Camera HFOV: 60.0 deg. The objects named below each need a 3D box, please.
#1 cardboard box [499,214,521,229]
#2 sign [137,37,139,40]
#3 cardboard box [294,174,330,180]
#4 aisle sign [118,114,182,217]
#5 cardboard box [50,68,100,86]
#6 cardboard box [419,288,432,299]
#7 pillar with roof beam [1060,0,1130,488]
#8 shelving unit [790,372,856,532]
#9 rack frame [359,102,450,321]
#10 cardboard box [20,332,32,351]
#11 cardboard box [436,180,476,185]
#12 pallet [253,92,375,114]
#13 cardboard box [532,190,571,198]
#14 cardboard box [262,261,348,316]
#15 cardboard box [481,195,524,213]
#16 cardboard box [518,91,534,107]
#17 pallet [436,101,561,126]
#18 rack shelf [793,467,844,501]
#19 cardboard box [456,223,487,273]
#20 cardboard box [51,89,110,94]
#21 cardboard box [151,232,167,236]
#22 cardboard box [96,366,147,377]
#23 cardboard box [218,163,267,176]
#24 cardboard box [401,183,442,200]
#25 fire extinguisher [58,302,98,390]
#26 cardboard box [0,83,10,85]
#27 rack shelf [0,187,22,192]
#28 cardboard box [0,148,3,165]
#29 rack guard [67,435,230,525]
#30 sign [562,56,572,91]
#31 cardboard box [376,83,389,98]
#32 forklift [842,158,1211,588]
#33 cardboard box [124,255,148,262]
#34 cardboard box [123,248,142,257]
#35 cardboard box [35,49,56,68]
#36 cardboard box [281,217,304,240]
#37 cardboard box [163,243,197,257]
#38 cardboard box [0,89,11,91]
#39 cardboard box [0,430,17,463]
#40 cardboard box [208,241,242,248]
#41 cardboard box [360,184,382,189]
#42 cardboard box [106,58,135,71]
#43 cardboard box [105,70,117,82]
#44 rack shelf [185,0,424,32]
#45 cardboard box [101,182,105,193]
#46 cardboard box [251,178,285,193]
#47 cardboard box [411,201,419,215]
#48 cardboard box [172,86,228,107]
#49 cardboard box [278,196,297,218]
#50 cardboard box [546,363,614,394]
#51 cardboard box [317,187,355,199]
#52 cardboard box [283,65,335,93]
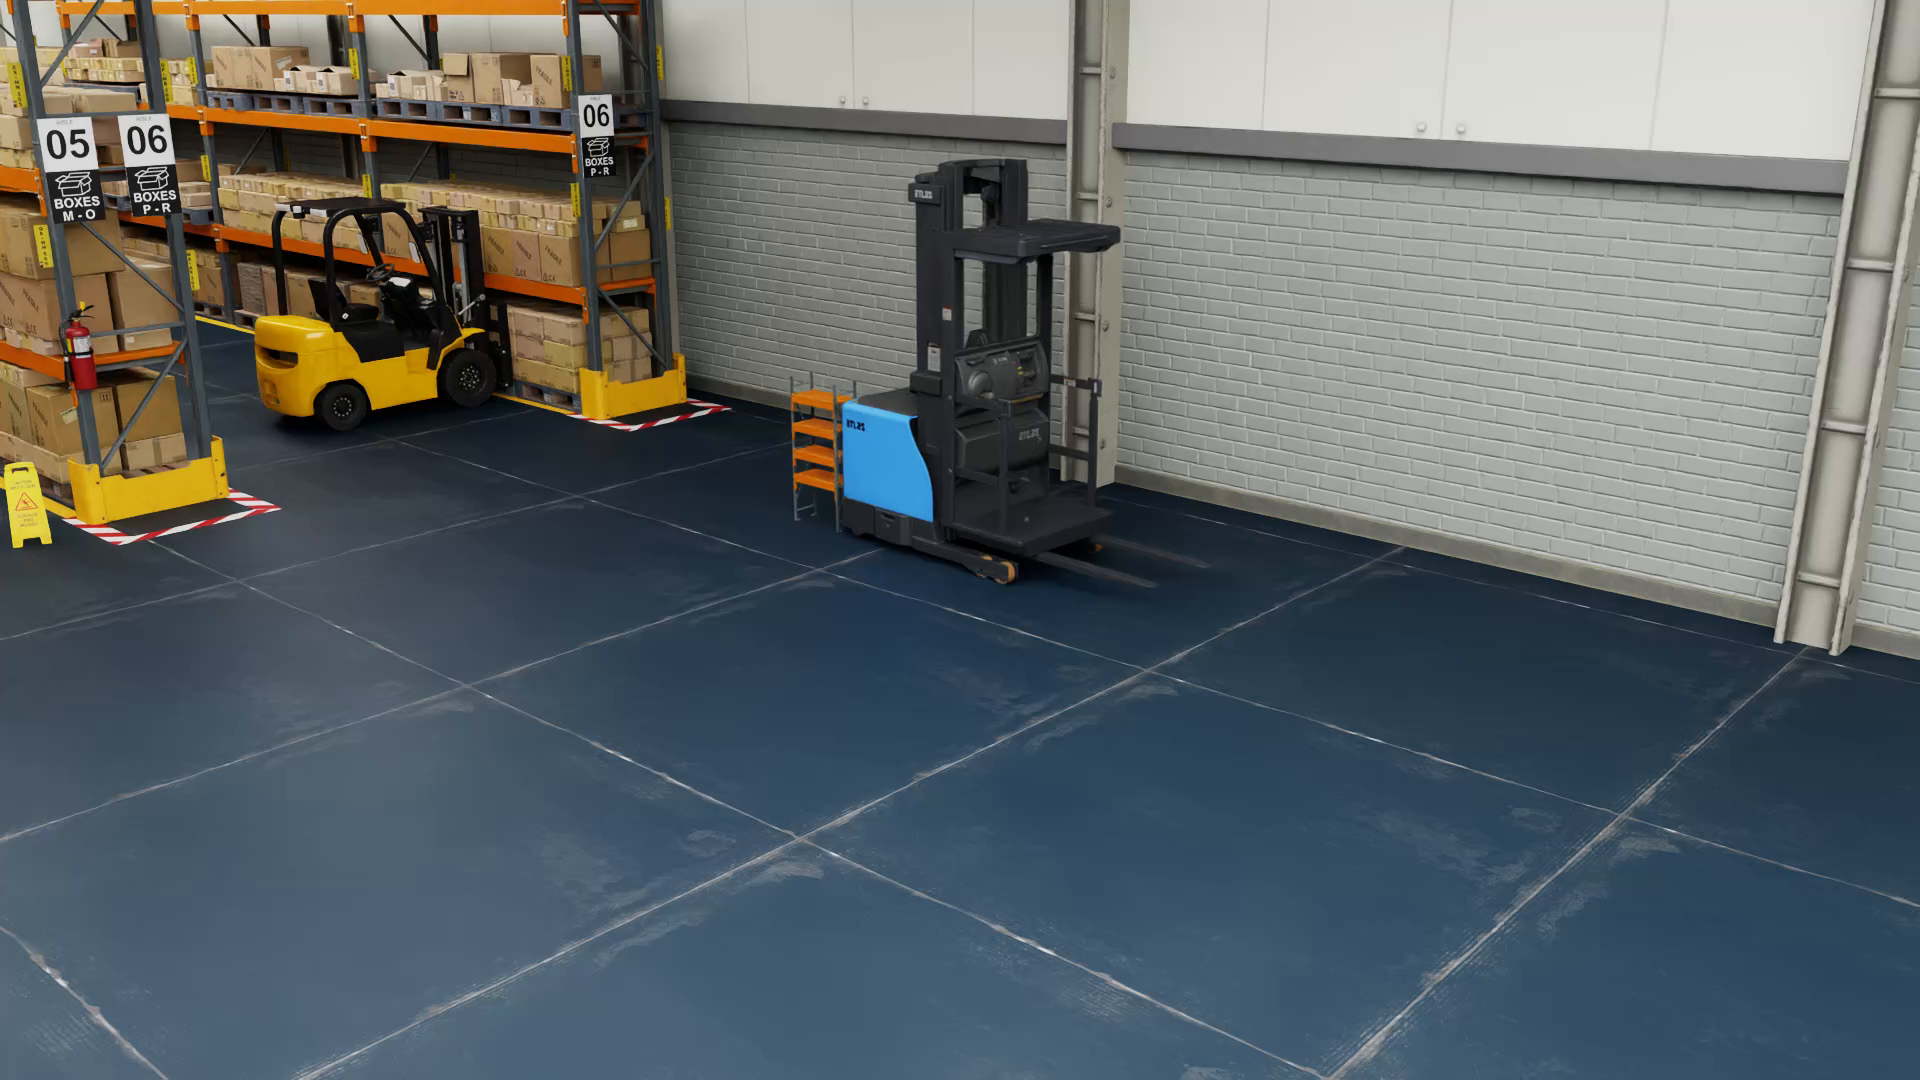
[{"bbox_3d":[-4.645,-3.388,17.590,0.250,0.149,0.380,14,22,38],"label":"cardboard box"},{"bbox_3d":[-12.036,-7.218,24.434,0.005,0.325,0.100,15,23,39],"label":"sign"},{"bbox_3d":[-8.379,-4.636,21.523,0.250,0.149,0.380,14,23,38],"label":"cardboard box"},{"bbox_3d":[-6.466,-2.992,13.283,0.004,0.787,0.394,15,23,39],"label":"aisle sign"},{"bbox_3d":[-12.929,-6.769,24.278,0.500,0.250,0.500,15,23,39],"label":"cardboard box"},{"bbox_3d":[-5.889,-2.715,18.907,0.500,0.250,0.500,15,23,39],"label":"cardboard box"},{"bbox_3d":[-1.719,-3.843,10.346,0.400,9.000,9.100,15,23,39],"label":"pillar with roof beam"},{"bbox_3d":[-1.089,-0.710,13.367,0.503,1.200,0.258,15,23,39],"label":"shelving unit"},{"bbox_3d":[-6.418,-3.622,19.566,0.127,3.000,1.000,15,23,39],"label":"rack frame"},{"bbox_3d":[-7.581,-1.684,13.875,0.250,0.149,0.380,15,23,38],"label":"cardboard box"},{"bbox_3d":[-5.819,-4.065,19.233,0.250,0.149,0.380,14,23,38],"label":"cardboard box"},{"bbox_3d":[-8.004,-5.425,20.600,1.213,0.211,1.003,16,24,42],"label":"pallet"},{"bbox_3d":[-4.436,-3.719,18.141,0.250,0.149,0.380,14,23,38],"label":"cardboard box"},{"bbox_3d":[-8.458,-3.236,21.580,0.625,0.625,0.875,16,24,41],"label":"cardboard box"},{"bbox_3d":[-4.855,-3.575,17.689,0.250,0.149,0.380,16,23,40],"label":"cardboard box"},{"bbox_3d":[-4.248,-4.474,16.848,0.250,0.149,0.380,14,22,38],"label":"cardboard box"},{"bbox_3d":[-4.855,-4.599,17.832,1.213,0.211,1.003,15,23,39],"label":"pallet"},{"bbox_3d":[-1.089,-0.457,13.447,0.480,0.148,0.258,15,23,39],"label":"rack shelf"},{"bbox_3d":[-5.117,-3.213,18.113,0.500,0.500,0.500,15,23,40],"label":"cardboard box"},{"bbox_3d":[-7.332,-3.681,13.890,0.250,0.149,0.380,15,23,39],"label":"cardboard box"},{"bbox_3d":[-11.735,-4.486,24.654,0.250,0.149,0.380,15,23,39],"label":"cardboard box"},{"bbox_3d":[-7.550,-1.275,14.783,0.500,0.500,0.500,14,22,37],"label":"cardboard box"},{"bbox_3d":[-9.691,-4.812,22.455,0.500,0.500,0.500,16,24,42],"label":"cardboard box"},{"bbox_3d":[-6.109,-3.961,18.906,0.250,0.149,0.380,15,23,40],"label":"cardboard box"},{"bbox_3d":[-6.938,-1.531,13.105,0.183,0.674,0.296,15,23,39],"label":"fire extinguisher"},{"bbox_3d":[-8.666,-4.044,15.035,0.250,0.149,0.380,16,24,41],"label":"cardboard box"},{"bbox_3d":[-13.897,-5.287,26.001,4.000,0.370,1.077,15,23,39],"label":"rack shelf"},{"bbox_3d":[-7.555,-3.117,13.431,0.250,0.149,0.380,16,24,41],"label":"cardboard box"},{"bbox_3d":[-6.775,-0.519,13.920,0.348,0.500,1.175,15,23,39],"label":"rack guard"},{"bbox_3d":[-3.797,-4.513,16.081,0.005,0.325,0.100,15,23,39],"label":"sign"},{"bbox_3d":[-6.284,-5.021,18.571,0.250,0.149,0.380,16,23,40],"label":"cardboard box"},{"bbox_3d":[0.468,-1.251,12.208,3.031,2.935,1.130,16,24,42],"label":"forklift"},{"bbox_3d":[-7.278,-2.146,14.257,0.500,0.500,0.500,16,24,41],"label":"cardboard box"},{"bbox_3d":[-11.784,-3.984,24.145,0.500,0.500,0.500,15,23,39],"label":"cardboard box"},{"bbox_3d":[-13.324,-7.113,24.538,0.500,0.250,0.500,15,23,38],"label":"cardboard box"},{"bbox_3d":[-8.091,-3.901,20.692,0.500,0.250,0.500,16,24,41],"label":"cardboard box"},{"bbox_3d":[-10.920,-4.058,23.304,0.250,0.149,0.380,14,22,37],"label":"cardboard box"},{"bbox_3d":[-8.050,-3.666,13.842,0.250,0.149,0.380,14,22,38],"label":"cardboard box"},{"bbox_3d":[-8.279,-0.896,14.827,0.500,0.250,0.500,14,22,37],"label":"cardboard box"},{"bbox_3d":[-10.382,-4.127,23.521,0.250,0.149,0.380,14,23,38],"label":"cardboard box"},{"bbox_3d":[-7.095,-4.261,20.340,0.250,0.149,0.380,15,23,39],"label":"cardboard box"},{"bbox_3d":[-11.460,-6.526,22.820,0.250,0.149,0.380,15,23,40],"label":"cardboard box"},{"bbox_3d":[-11.493,-6.379,22.849,0.250,0.149,0.380,16,23,41],"label":"cardboard box"},{"bbox_3d":[-7.914,-6.350,20.093,4.000,0.370,1.077,15,23,39],"label":"rack shelf"},{"bbox_3d":[-12.188,-5.328,24.083,0.500,0.500,0.700,16,23,41],"label":"cardboard box"},{"bbox_3d":[-8.753,-4.503,21.103,0.250,0.149,0.380,15,23,40],"label":"cardboard box"},{"bbox_3d":[-5.946,-3.758,18.756,0.250,0.149,0.380,15,23,39],"label":"cardboard box"},{"bbox_3d":[-9.955,-5.832,21.817,0.500,0.250,0.500,14,22,37],"label":"cardboard box"},{"bbox_3d":[-8.088,-4.141,20.622,0.500,0.250,0.500,15,23,40],"label":"cardboard box"},{"bbox_3d":[-3.987,-1.731,17.460,0.500,0.250,0.500,15,23,40],"label":"cardboard box"},{"bbox_3d":[-7.459,-4.129,19.925,0.250,0.149,0.380,14,22,38],"label":"cardboard box"},{"bbox_3d":[-7.695,-5.501,19.817,0.500,0.311,0.500,14,22,37],"label":"cardboard box"}]
